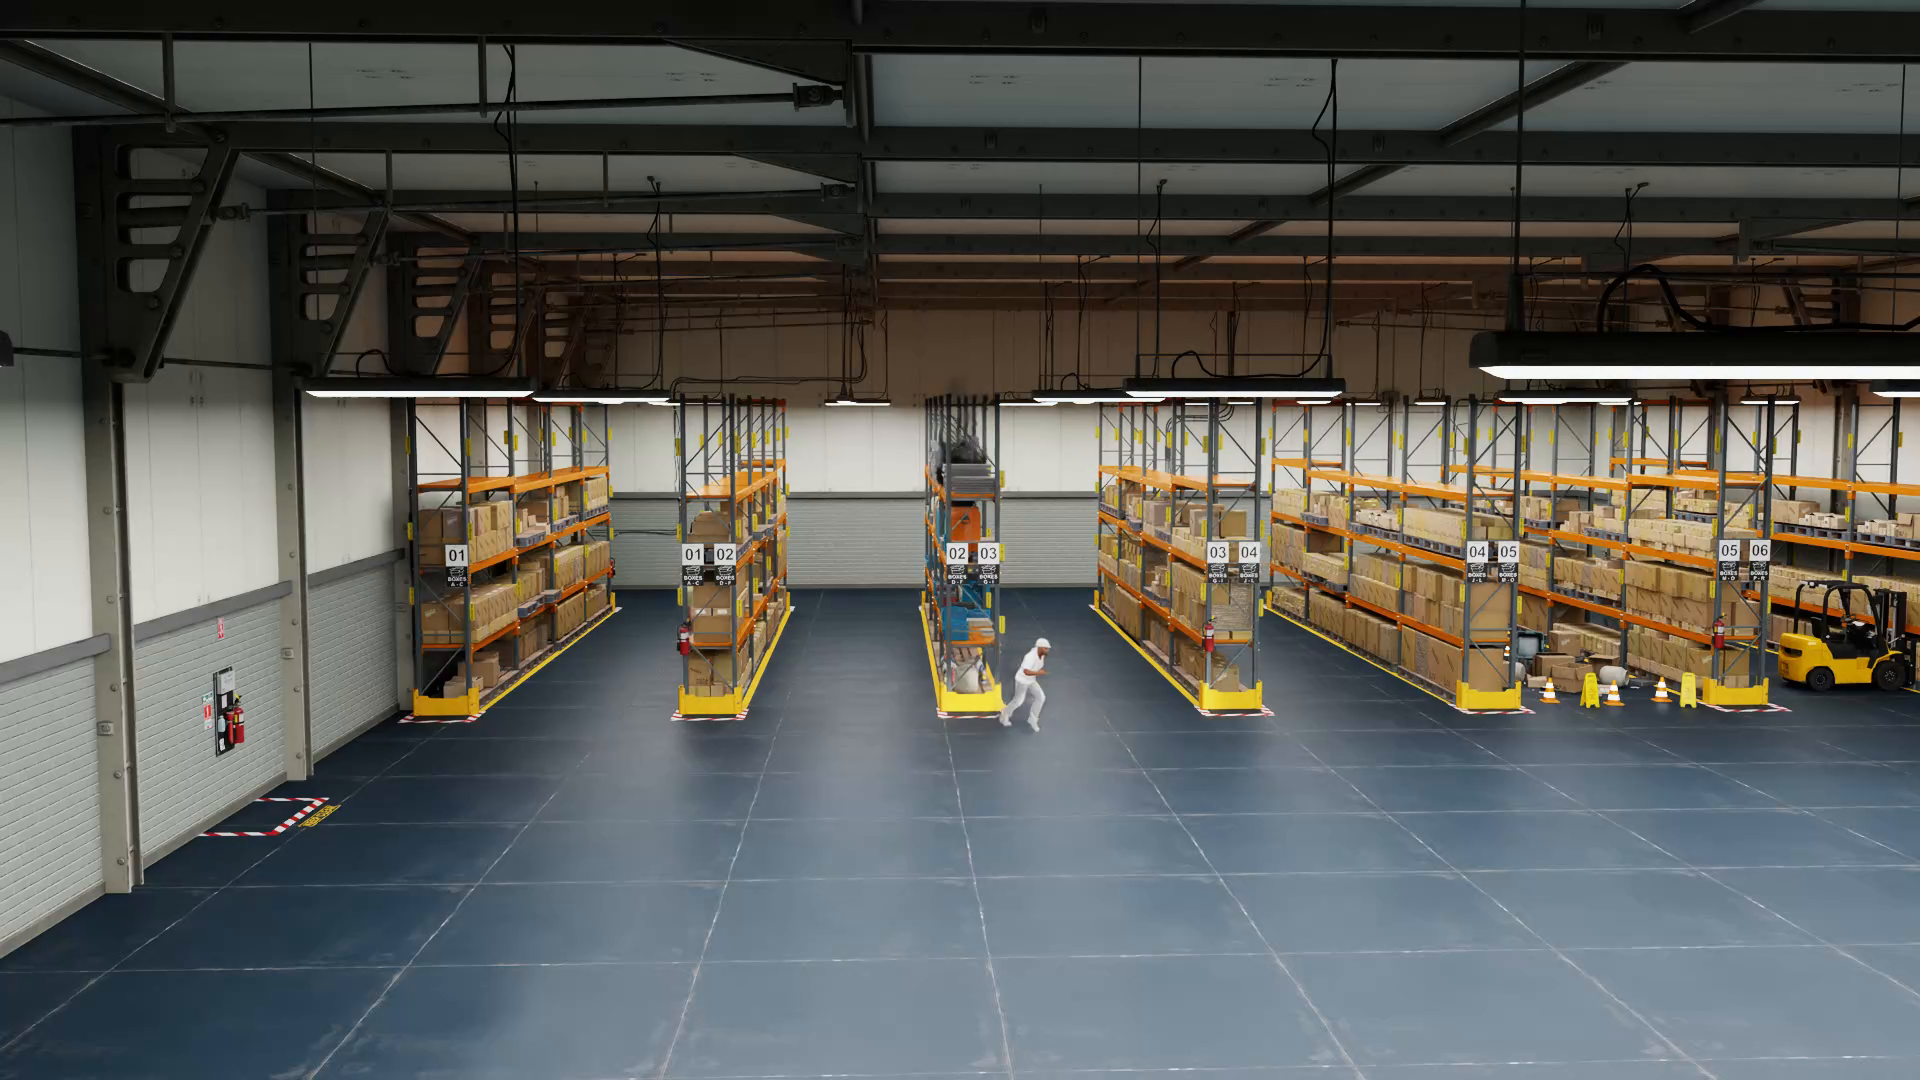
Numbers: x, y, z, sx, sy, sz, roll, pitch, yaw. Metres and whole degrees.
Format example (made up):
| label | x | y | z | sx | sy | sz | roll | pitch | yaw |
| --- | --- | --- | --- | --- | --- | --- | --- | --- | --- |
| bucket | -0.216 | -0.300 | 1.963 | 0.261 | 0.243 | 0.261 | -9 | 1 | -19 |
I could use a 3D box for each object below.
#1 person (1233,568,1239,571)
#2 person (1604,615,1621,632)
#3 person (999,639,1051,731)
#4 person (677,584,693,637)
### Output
| label | x | y | z | sx | sy | sz | roll | pitch | yaw |
| --- | --- | --- | --- | --- | --- | --- | --- | --- | --- |
| person | 7.666 | 1.186 | 46.594 | 0.715 | 1.731 | 0.698 | 1 | 5 | 12 |
| person | 16.223 | 1.651 | 41.205 | 0.544 | 1.625 | 0.651 | 0 | 5 | -4 |
| person | 1.176 | 2.578 | 29.653 | 0.999 | 1.698 | 0.743 | 2 | 5 | 27 |
| person | -6.681 | 1.648 | 40.971 | 0.557 | 1.714 | 0.691 | 0 | 5 | -4 |
